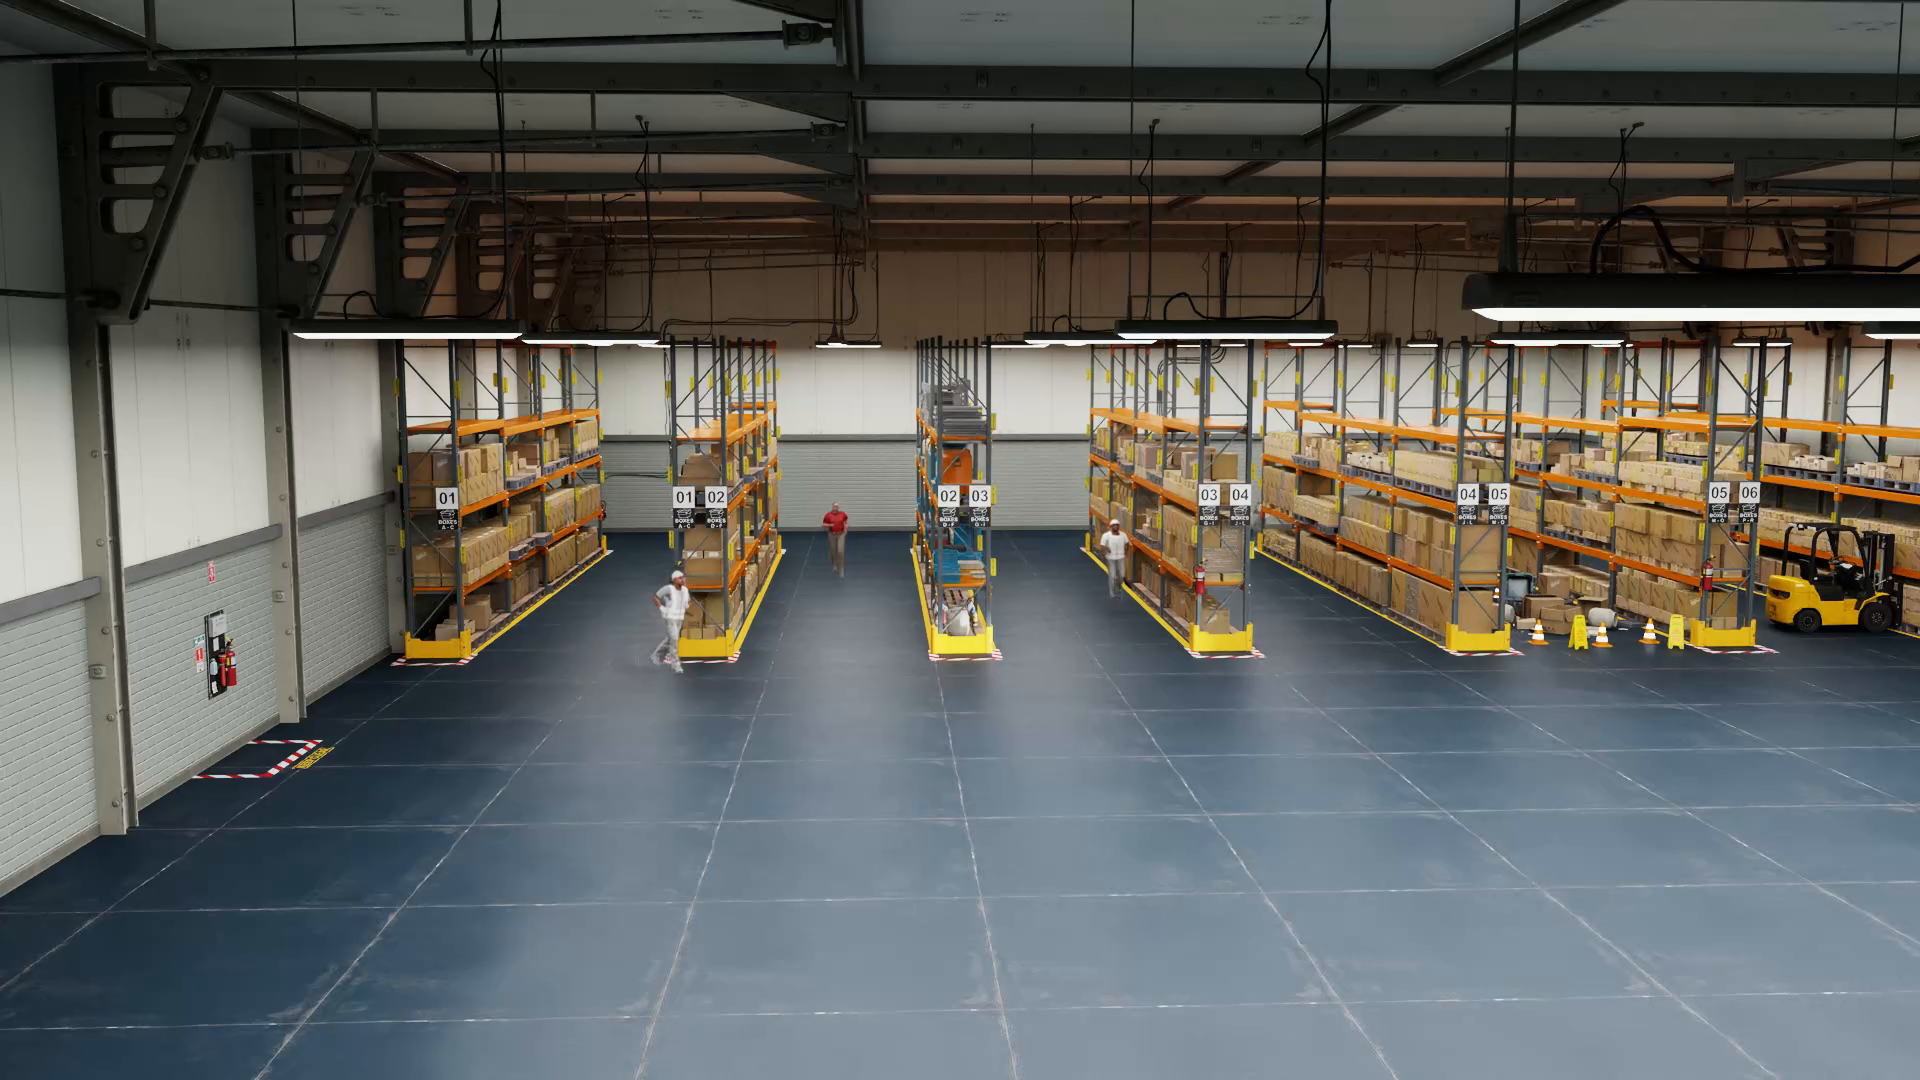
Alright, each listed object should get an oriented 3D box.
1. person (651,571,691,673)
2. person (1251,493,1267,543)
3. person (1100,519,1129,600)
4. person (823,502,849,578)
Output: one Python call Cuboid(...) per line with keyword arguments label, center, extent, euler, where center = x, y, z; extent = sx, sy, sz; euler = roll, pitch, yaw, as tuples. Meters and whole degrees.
Cuboid(label="person", center=(-5.161, 1.447, 30.042), extent=(0.897, 1.804, 0.698), euler=(4, 8, 34))
Cuboid(label="person", center=(8.893, -0.671, 49.275), extent=(0.545, 1.672, 0.718), euler=(2, 7, 17))
Cuboid(label="person", center=(3.431, 0.439, 36.509), extent=(0.686, 1.785, 0.597), euler=(-1, 7, -7))
Cuboid(label="person", center=(-3.031, -0.021, 40.647), extent=(0.643, 1.831, 0.783), euler=(-1, 7, -7))
